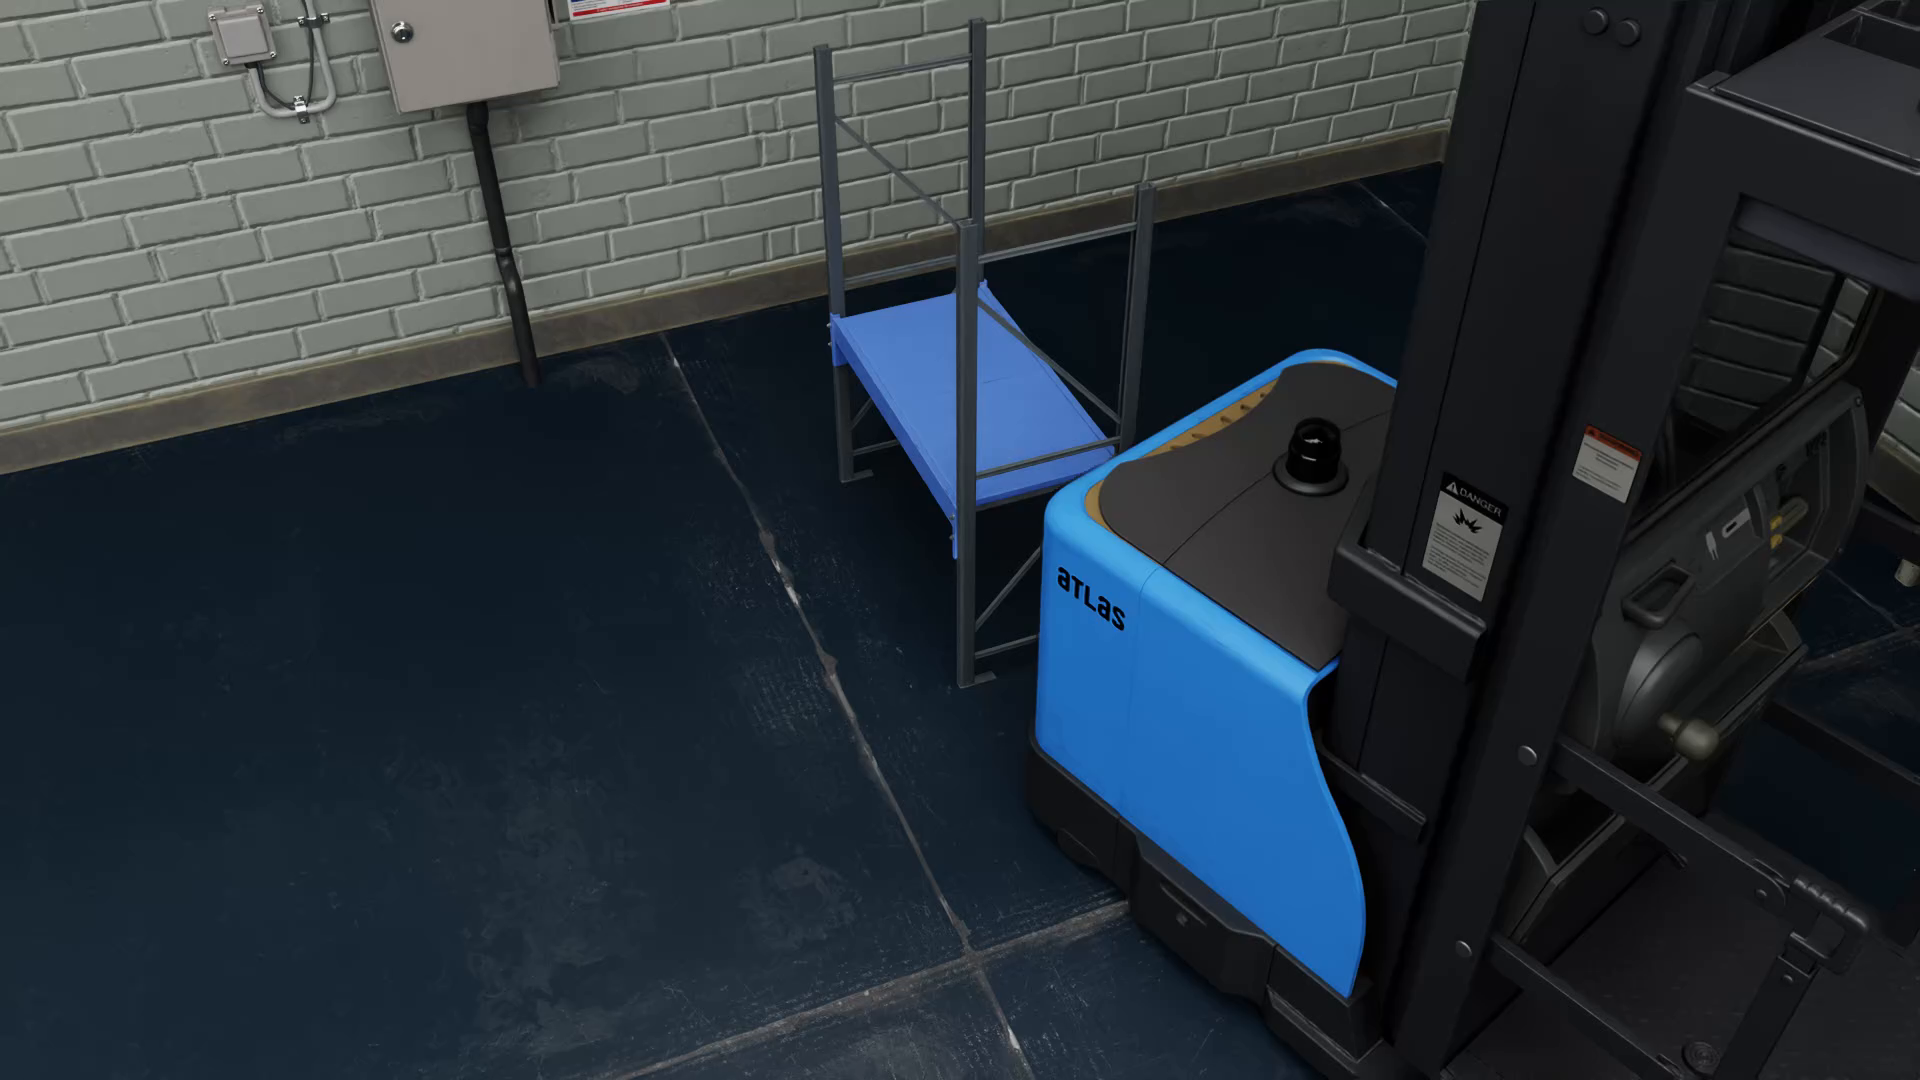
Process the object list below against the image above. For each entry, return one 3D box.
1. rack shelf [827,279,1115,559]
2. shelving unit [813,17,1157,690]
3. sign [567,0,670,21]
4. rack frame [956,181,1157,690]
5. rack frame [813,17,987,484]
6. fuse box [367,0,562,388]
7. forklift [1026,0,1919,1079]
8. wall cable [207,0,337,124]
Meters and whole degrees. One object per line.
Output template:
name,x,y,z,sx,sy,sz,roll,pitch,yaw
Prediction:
rack shelf,0.033,-0.381,4.819,0.538,0.185,1.000,-15,43,-17
shelving unit,0.033,-0.517,4.701,0.538,1.500,1.048,-15,43,-17
sign,-1.100,-1.896,5.227,0.329,0.494,0.001,-15,43,-17
rack frame,0.227,-0.211,4.345,0.500,1.500,0.032,-15,43,-17
rack frame,-0.162,-0.823,5.057,0.500,1.500,0.032,-15,43,-17
fuse box,-1.477,-1.195,5.327,0.539,1.711,0.414,-15,43,-17
forklift,1.523,0.124,2.858,1.130,2.935,3.031,-30,49,-30
wall cable,-2.168,-1.994,4.488,0.588,1.984,0.122,-15,43,-17
